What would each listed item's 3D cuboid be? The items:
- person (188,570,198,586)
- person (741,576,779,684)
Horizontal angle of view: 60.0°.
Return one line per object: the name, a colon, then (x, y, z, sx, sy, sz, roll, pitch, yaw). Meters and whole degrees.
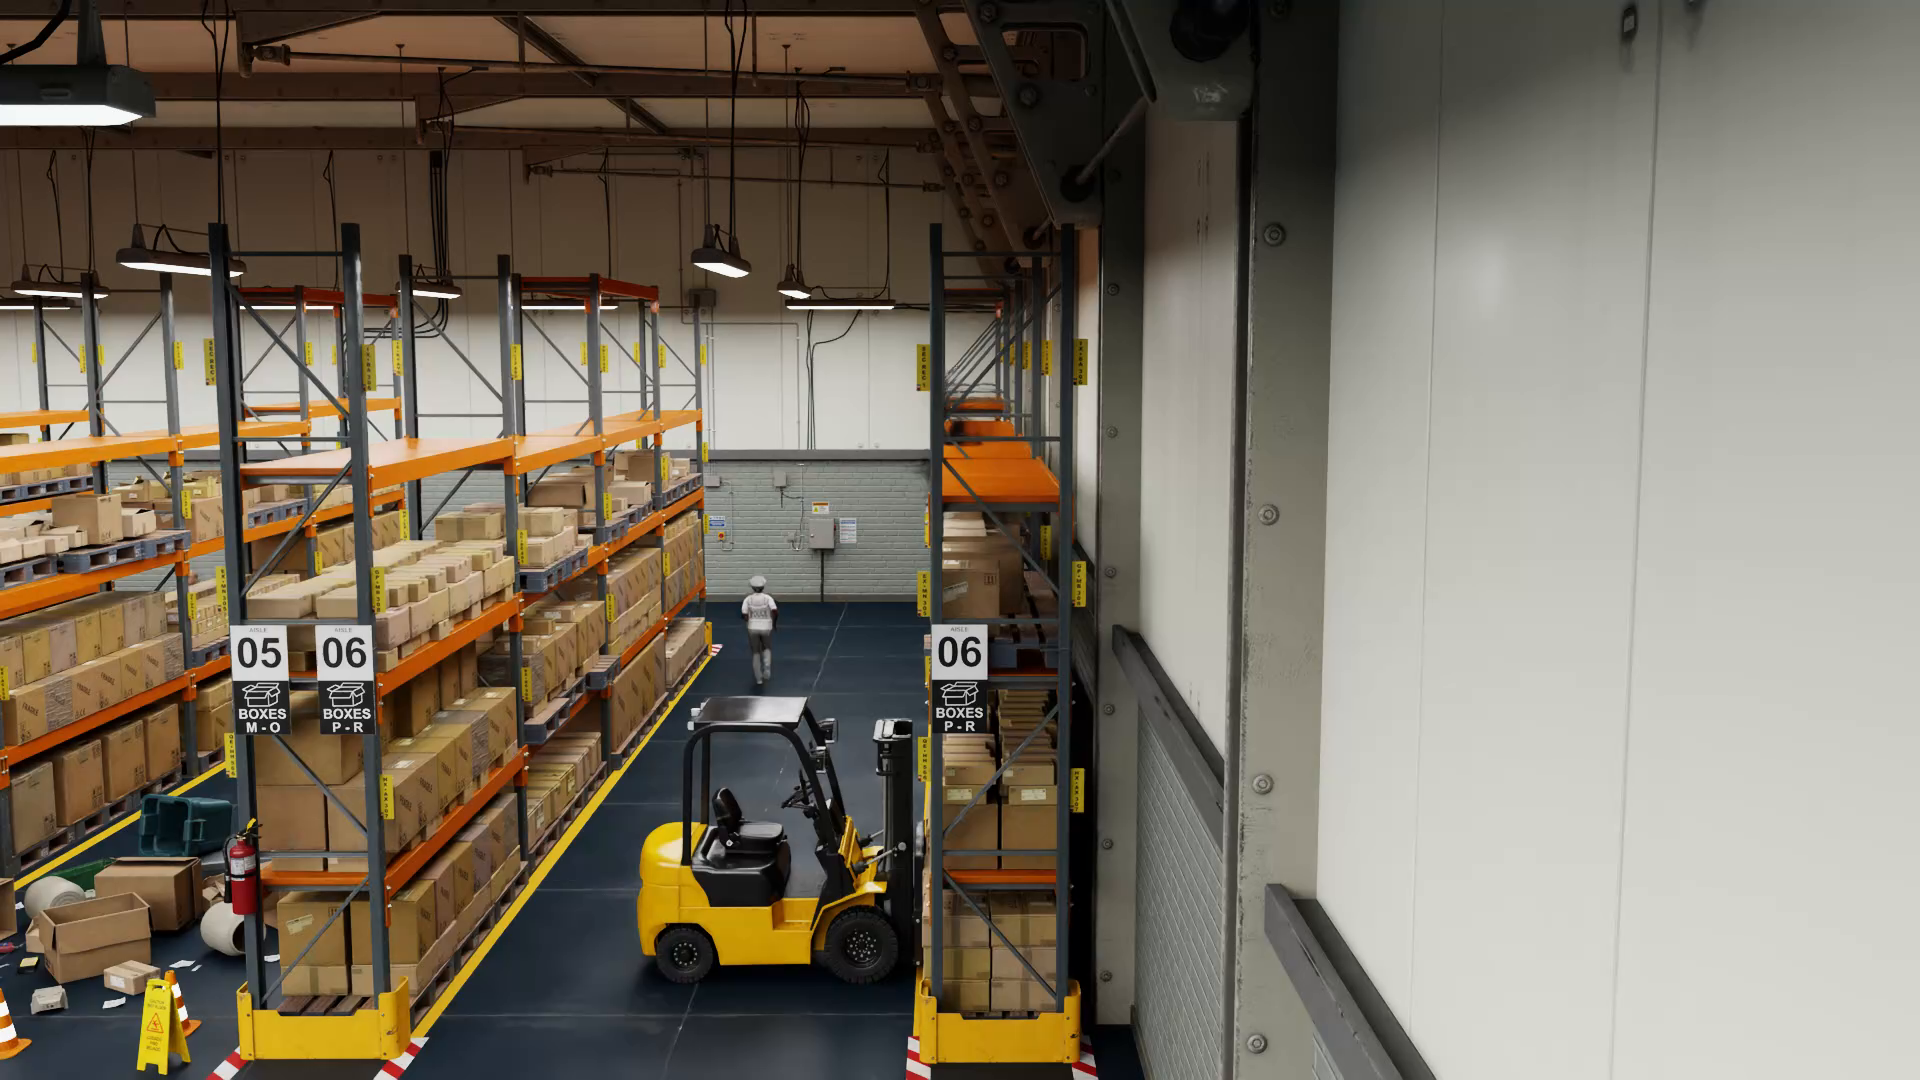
person: (-11.536, 1.354, 25.202, 0.729, 1.829, 0.977, 1, 7, 9)
person: (-3.066, 1.368, 25.539, 0.571, 1.659, 0.548, -1, 7, -6)
